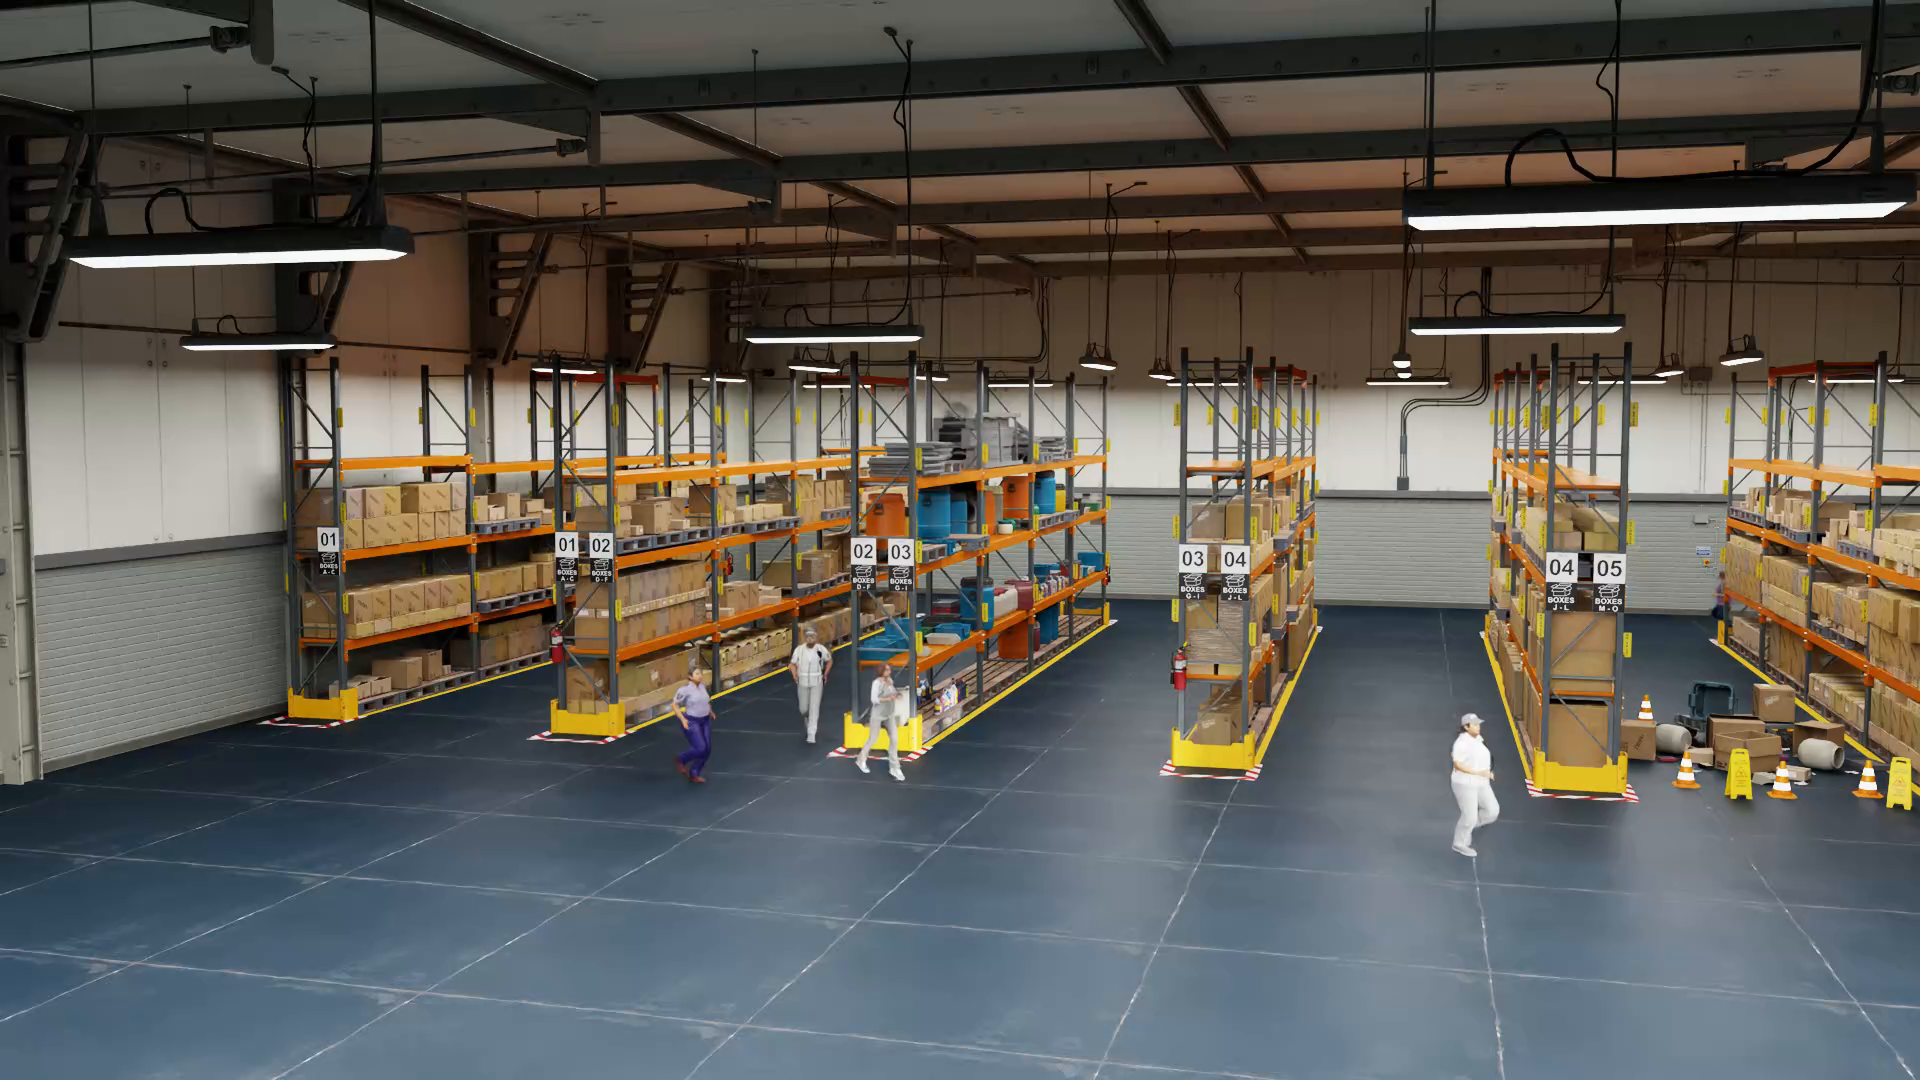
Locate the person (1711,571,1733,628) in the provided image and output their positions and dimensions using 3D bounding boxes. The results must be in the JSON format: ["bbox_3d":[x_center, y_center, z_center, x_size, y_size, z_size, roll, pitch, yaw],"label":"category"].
[{"bbox_3d":[17.460,1.445,38.010,0.572,1.519,0.622,2,5,30],"label":"person"}]

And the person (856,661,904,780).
[{"bbox_3d":[-1.092,2.483,23.081,0.526,1.619,0.821,-4,6,-44],"label":"person"}]

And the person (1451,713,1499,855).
[{"bbox_3d":[5.896,2.797,19.025,0.599,1.628,0.537,-3,5,-39],"label":"person"}]

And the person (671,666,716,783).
[{"bbox_3d":[-3.612,2.535,22.806,0.547,1.603,0.607,3,5,35],"label":"person"}]

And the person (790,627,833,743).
[{"bbox_3d":[-2.327,2.230,25.975,0.664,1.769,0.863,0,4,1],"label":"person"}]
